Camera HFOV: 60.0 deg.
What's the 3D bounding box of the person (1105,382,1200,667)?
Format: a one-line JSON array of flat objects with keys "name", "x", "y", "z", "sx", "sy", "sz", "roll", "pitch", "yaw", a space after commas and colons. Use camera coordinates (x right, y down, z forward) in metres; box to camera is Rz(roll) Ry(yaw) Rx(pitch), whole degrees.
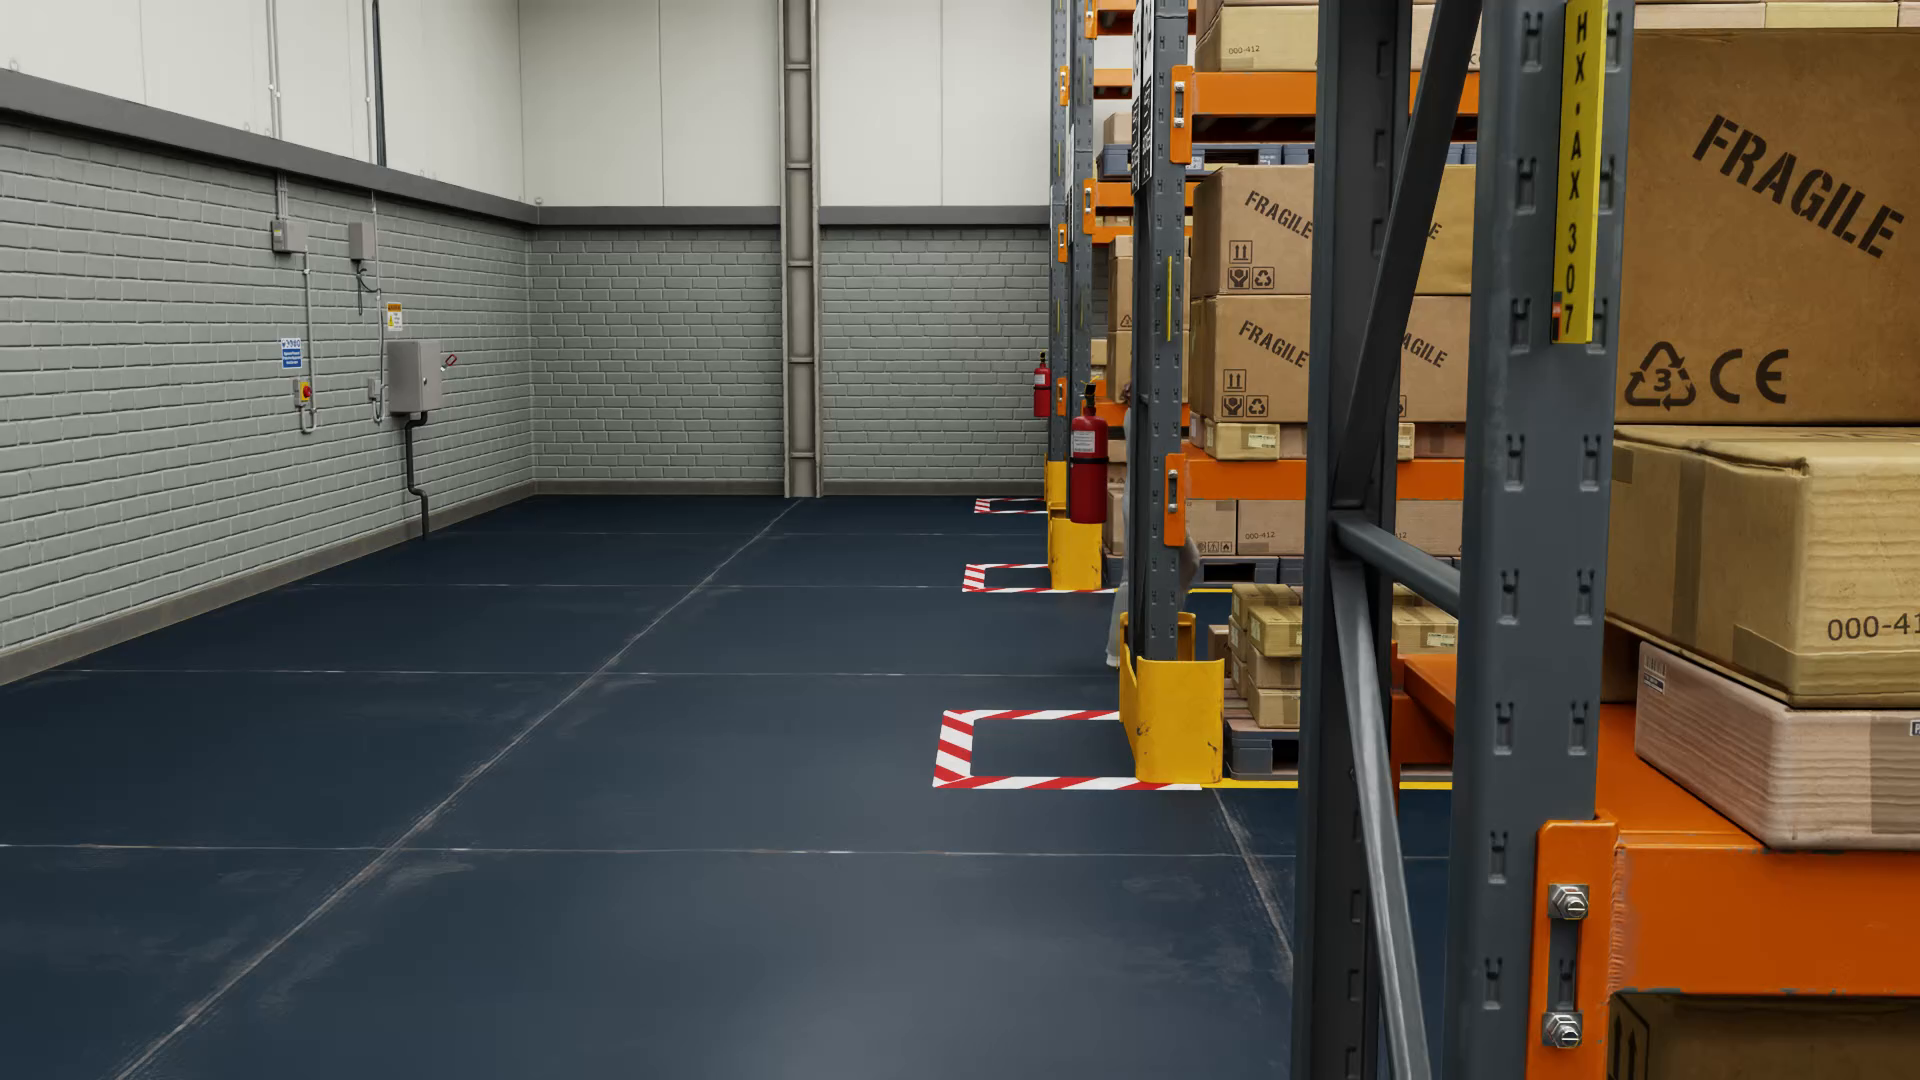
[{"name": "person", "x": 1.029, "y": -0.126, "z": 8.745, "sx": 0.507, "sy": 1.694, "sz": 0.504, "roll": 0, "pitch": 7, "yaw": 1}]
